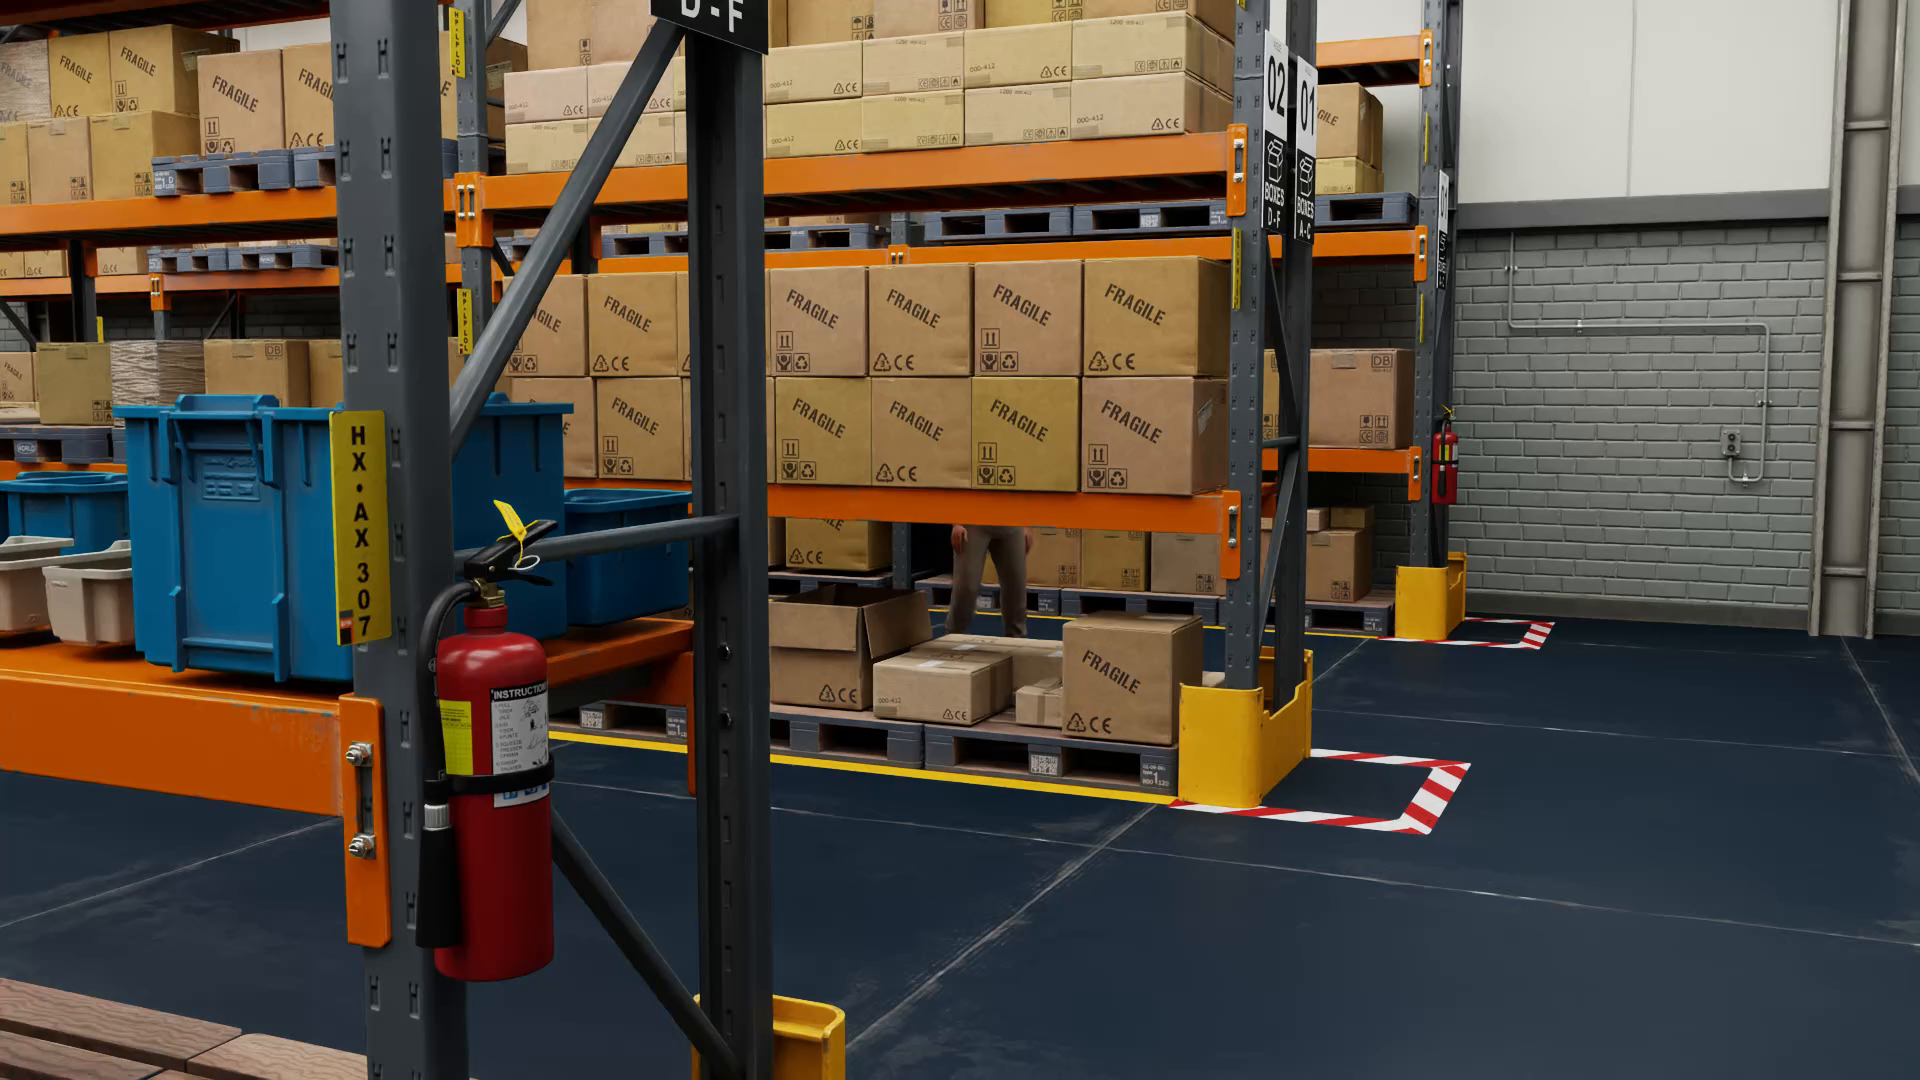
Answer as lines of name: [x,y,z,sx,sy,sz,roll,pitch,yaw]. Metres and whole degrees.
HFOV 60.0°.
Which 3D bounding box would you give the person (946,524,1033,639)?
person: [0.216,-0.073,10.165,0.601,1.731,0.434,-2,6,-16]
